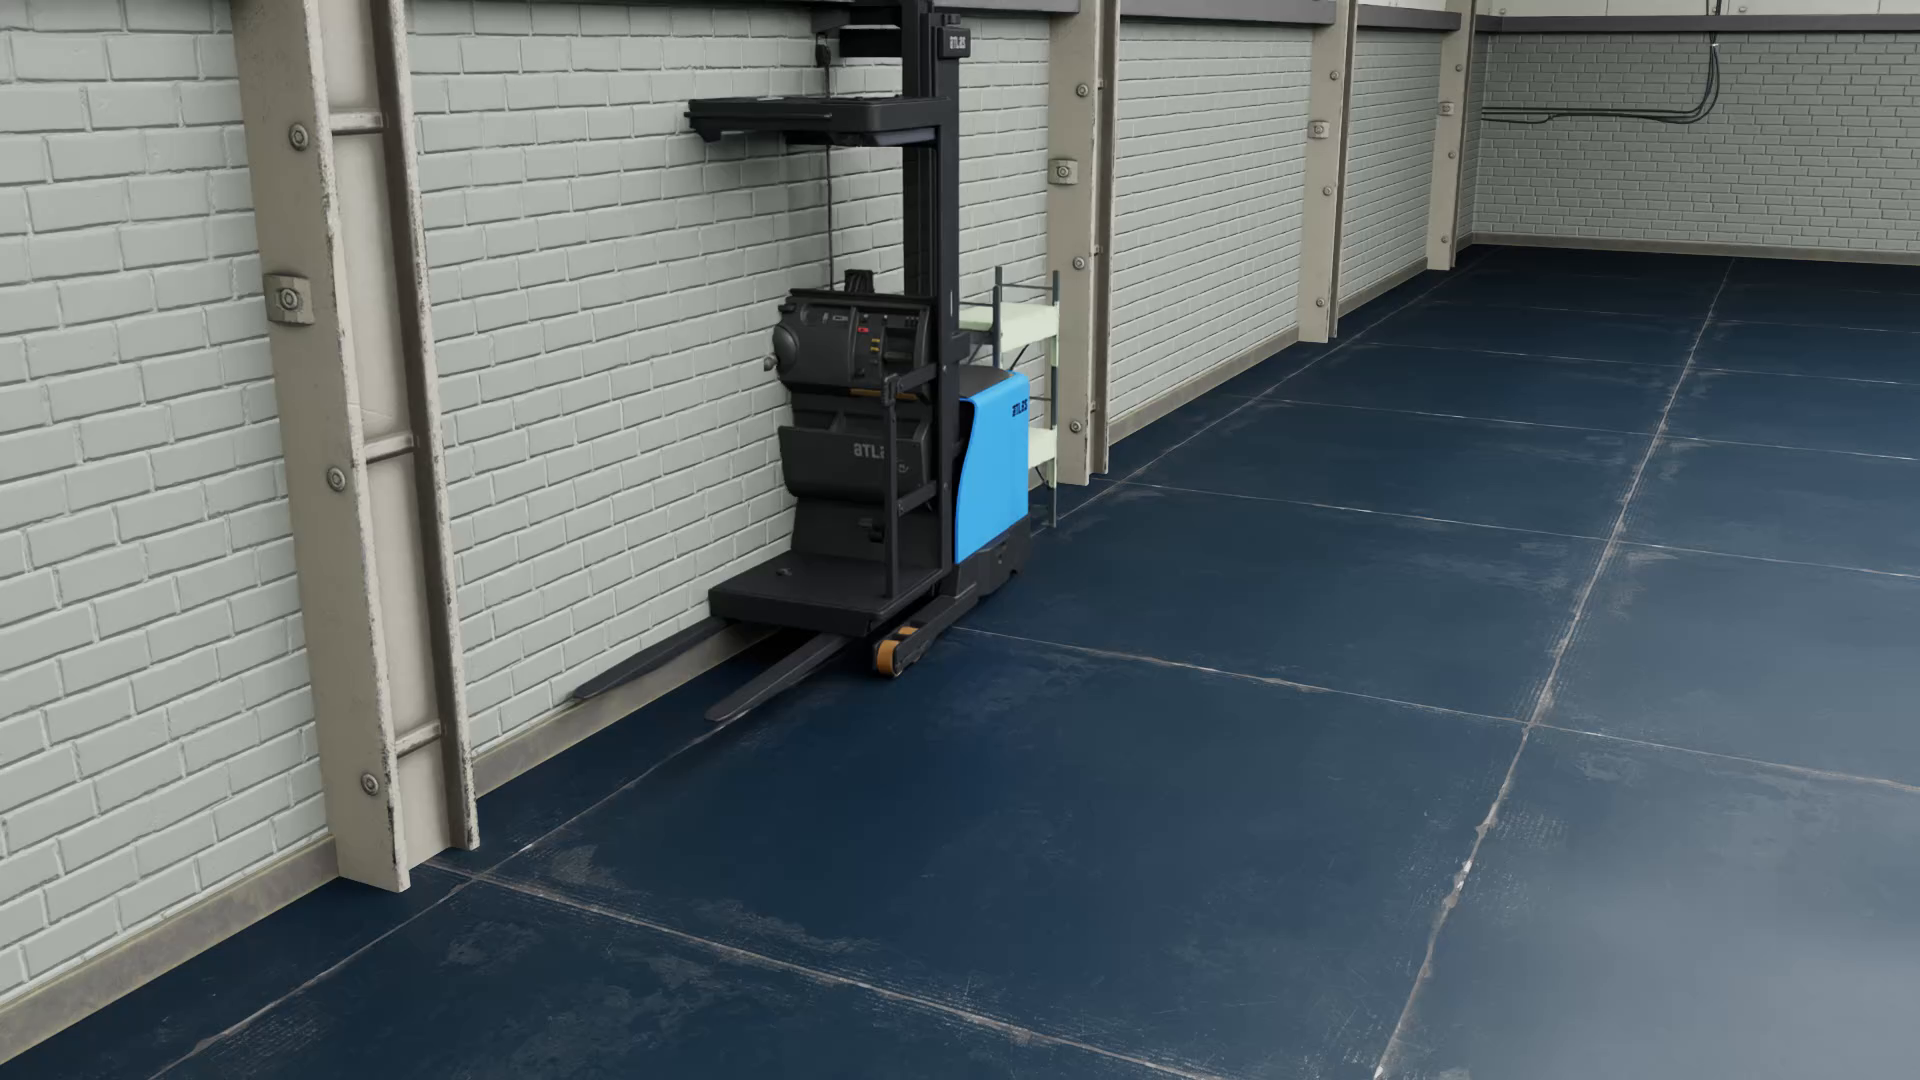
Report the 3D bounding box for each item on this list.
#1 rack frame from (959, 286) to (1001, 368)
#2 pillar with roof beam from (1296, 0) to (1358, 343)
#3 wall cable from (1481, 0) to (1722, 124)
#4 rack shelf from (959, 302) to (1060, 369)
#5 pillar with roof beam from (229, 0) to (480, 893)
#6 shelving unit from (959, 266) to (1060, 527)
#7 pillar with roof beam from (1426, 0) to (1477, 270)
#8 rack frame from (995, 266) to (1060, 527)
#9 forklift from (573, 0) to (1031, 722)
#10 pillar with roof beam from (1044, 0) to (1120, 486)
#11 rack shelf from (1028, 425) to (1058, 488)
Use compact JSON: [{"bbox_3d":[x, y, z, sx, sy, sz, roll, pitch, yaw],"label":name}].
[{"bbox_3d":[0.034,-0.644,9.059,0.400,1.500,0.023,9,19,27],"label":"rack frame"},{"bbox_3d":[7.291,-5.713,12.956,9.100,9.000,0.400,8,18,25],"label":"pillar with roof beam"},{"bbox_3d":[8.620,-6.883,22.347,3.097,2.526,0.112,8,18,25],"label":"wall cable"},{"bbox_3d":[0.208,-1.110,9.256,0.431,0.370,0.720,9,19,27],"label":"rack shelf"},{"bbox_3d":[1.929,-2.657,2.665,9.100,9.000,0.400,8,18,25],"label":"pillar with roof beam"},{"bbox_3d":[0.208,-0.736,9.367,0.431,1.500,0.755,9,19,27],"label":"shelving unit"},{"bbox_3d":[9.972,-7.242,18.101,9.100,9.000,0.400,8,18,25],"label":"pillar with roof beam"},{"bbox_3d":[0.383,-0.827,9.675,0.400,1.500,0.023,9,19,27],"label":"rack frame"},{"bbox_3d":[-0.657,-0.928,7.502,1.130,2.935,3.031,7,18,22],"label":"forklift"},{"bbox_3d":[4.610,-4.185,7.810,9.100,9.000,0.400,8,18,25],"label":"pillar with roof beam"},{"bbox_3d":[0.208,-0.423,9.460,0.431,0.370,0.720,9,19,27],"label":"rack shelf"}]
